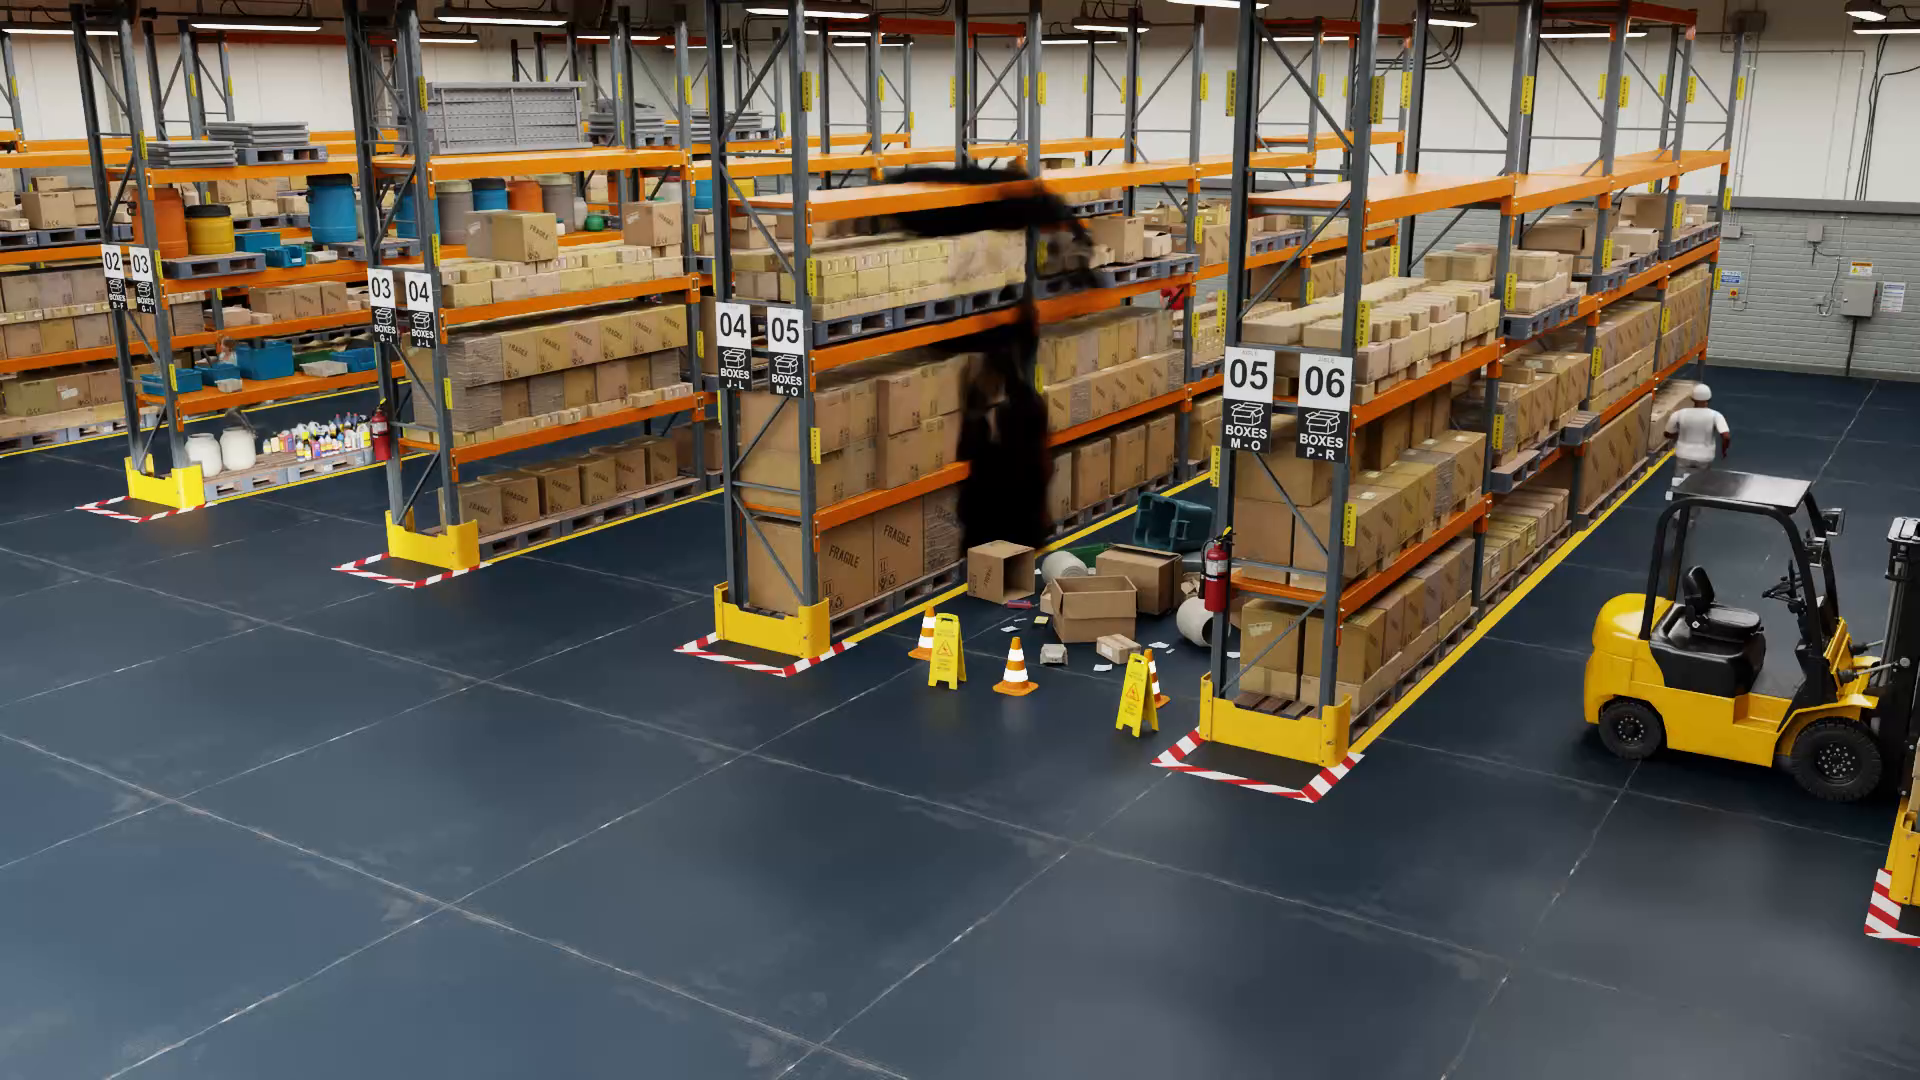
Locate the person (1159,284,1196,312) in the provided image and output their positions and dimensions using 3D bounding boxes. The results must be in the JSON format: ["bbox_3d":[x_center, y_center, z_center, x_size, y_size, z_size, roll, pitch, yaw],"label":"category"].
[{"bbox_3d":[4.094,-4.215,31.212,0.710,1.672,0.567,-4,16,-13],"label":"person"}]

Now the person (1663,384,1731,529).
[{"bbox_3d":[8.411,-0.936,19.057,0.707,1.741,0.985,7,17,24],"label":"person"}]

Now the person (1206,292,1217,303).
[{"bbox_3d":[4.079,-3.224,27.536,0.703,1.733,0.628,11,19,34],"label":"person"}]

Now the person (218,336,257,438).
[{"bbox_3d":[-10.436,-2.117,23.921,0.565,1.579,0.652,7,17,25],"label":"person"}]
